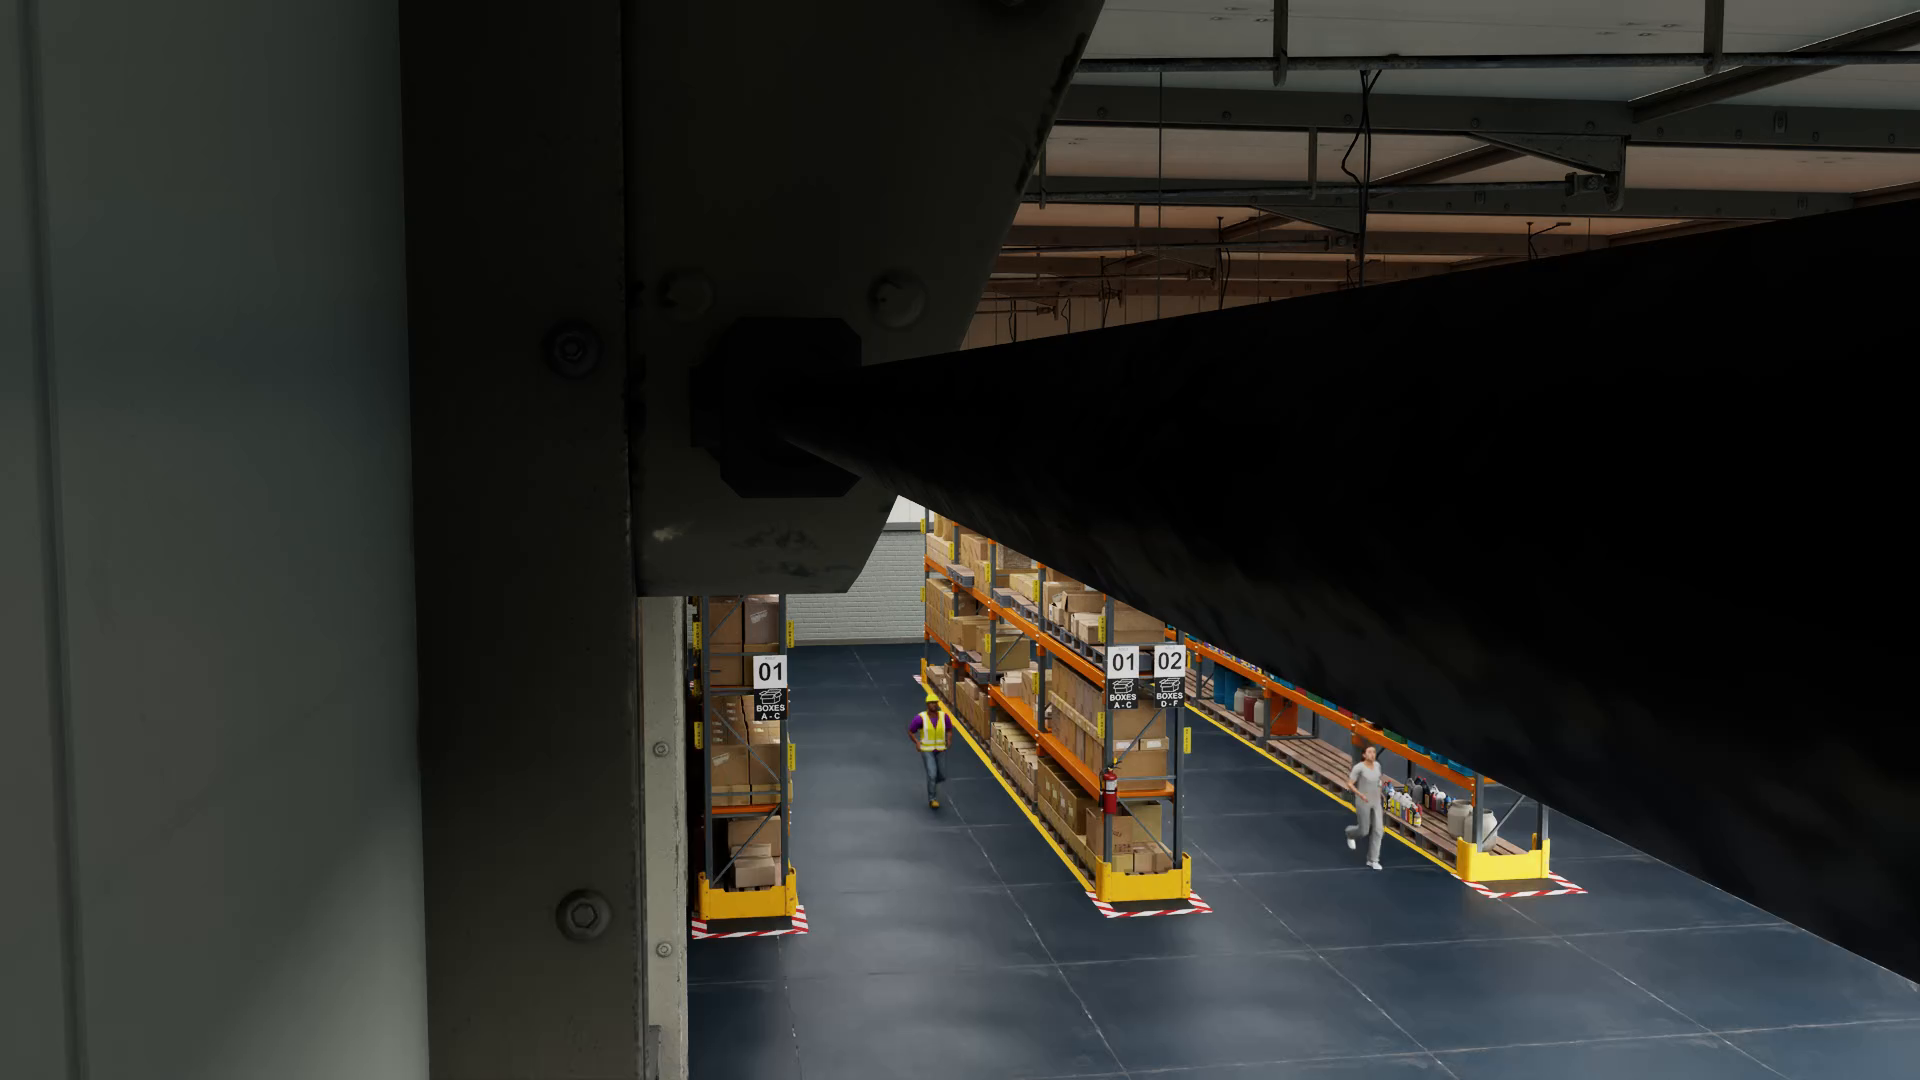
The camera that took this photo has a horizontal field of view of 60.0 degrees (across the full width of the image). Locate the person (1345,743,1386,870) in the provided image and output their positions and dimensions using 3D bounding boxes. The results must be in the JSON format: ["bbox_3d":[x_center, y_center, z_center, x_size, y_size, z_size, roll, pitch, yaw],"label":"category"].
[{"bbox_3d":[5.478,3.548,22.397,0.568,1.653,0.843,-1,5,-16],"label":"person"}]

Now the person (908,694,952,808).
[{"bbox_3d":[-0.438,3.222,25.585,0.694,1.723,0.696,-2,5,-17],"label":"person"}]
